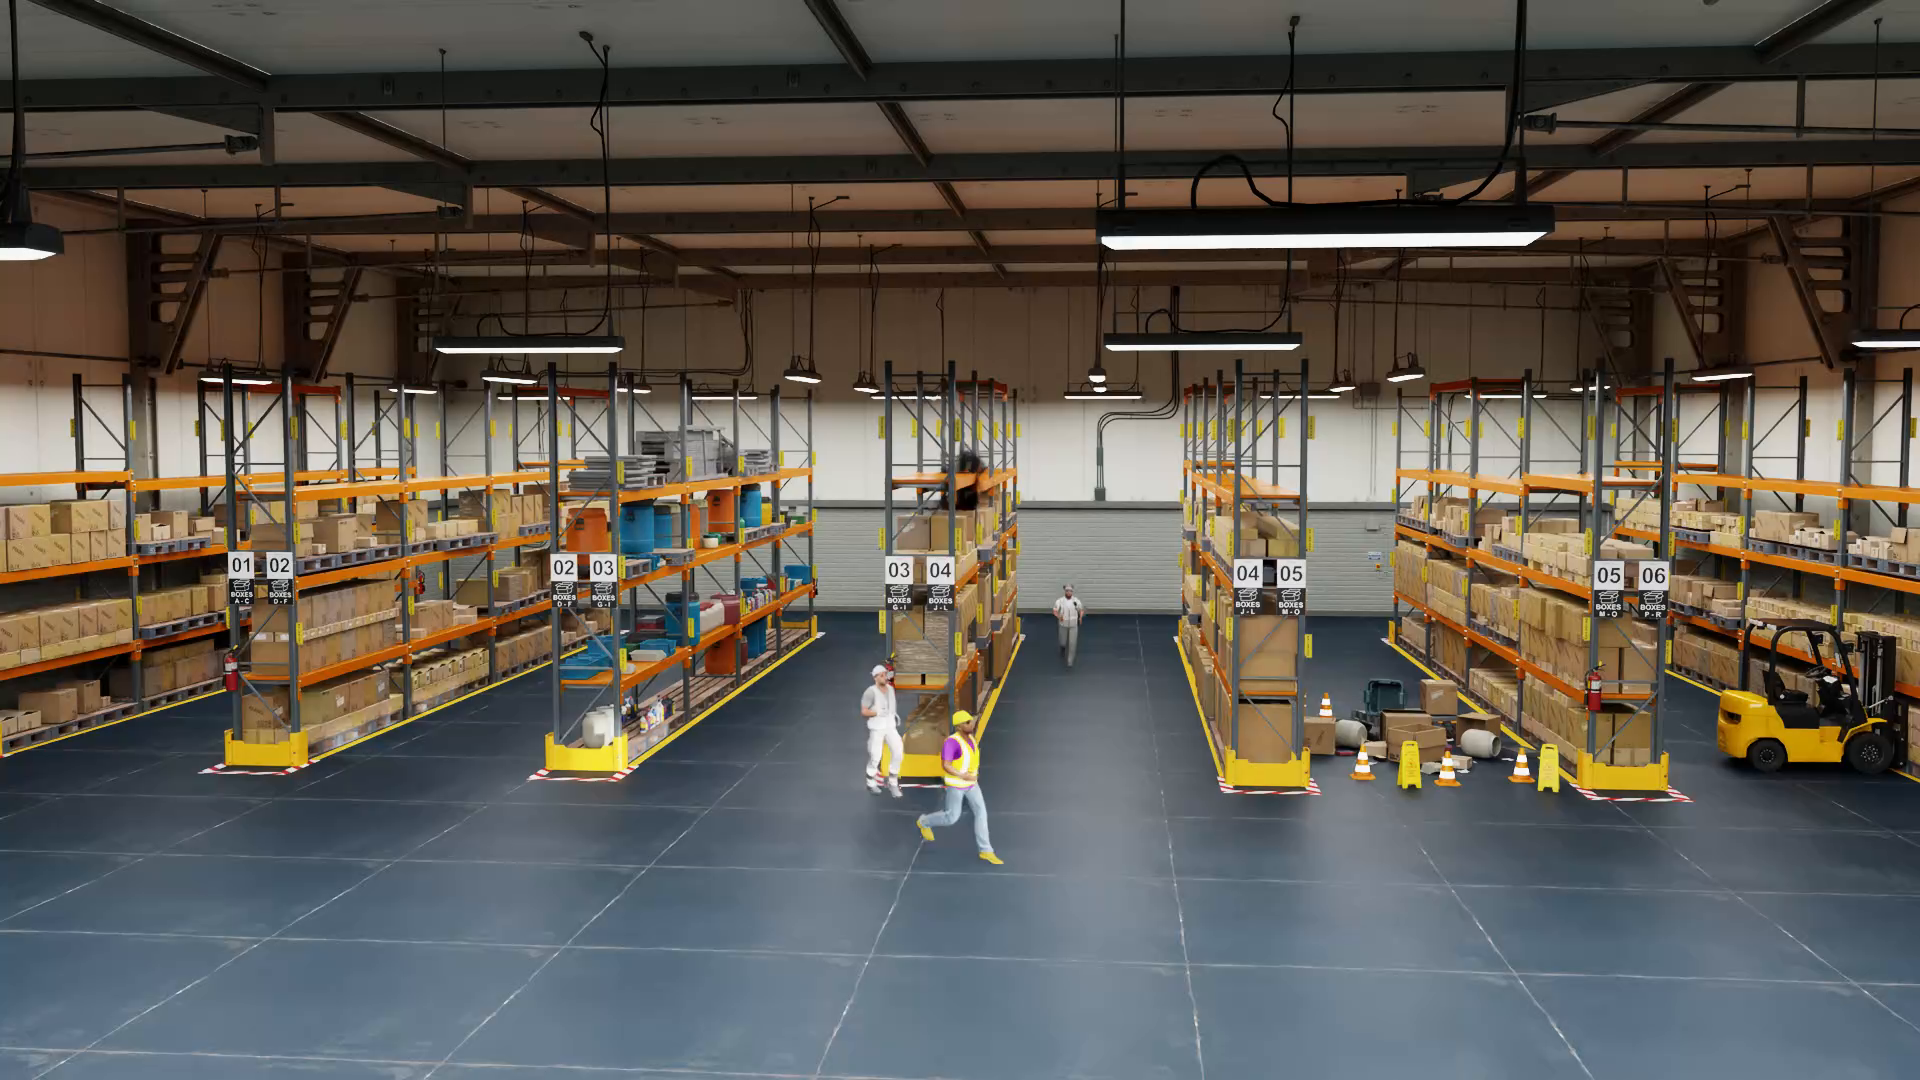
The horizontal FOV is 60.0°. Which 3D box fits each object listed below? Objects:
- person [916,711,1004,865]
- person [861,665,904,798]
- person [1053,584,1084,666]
[{"bbox_3d":[-0.015,2.865,19.382,1.132,1.762,0.667,3,5,36],"label":"person"},{"bbox_3d":[-1.045,2.621,22.683,0.680,1.828,0.704,-3,5,-34],"label":"person"},{"bbox_3d":[2.323,1.798,35.489,0.669,1.738,0.737,0,4,0],"label":"person"}]
